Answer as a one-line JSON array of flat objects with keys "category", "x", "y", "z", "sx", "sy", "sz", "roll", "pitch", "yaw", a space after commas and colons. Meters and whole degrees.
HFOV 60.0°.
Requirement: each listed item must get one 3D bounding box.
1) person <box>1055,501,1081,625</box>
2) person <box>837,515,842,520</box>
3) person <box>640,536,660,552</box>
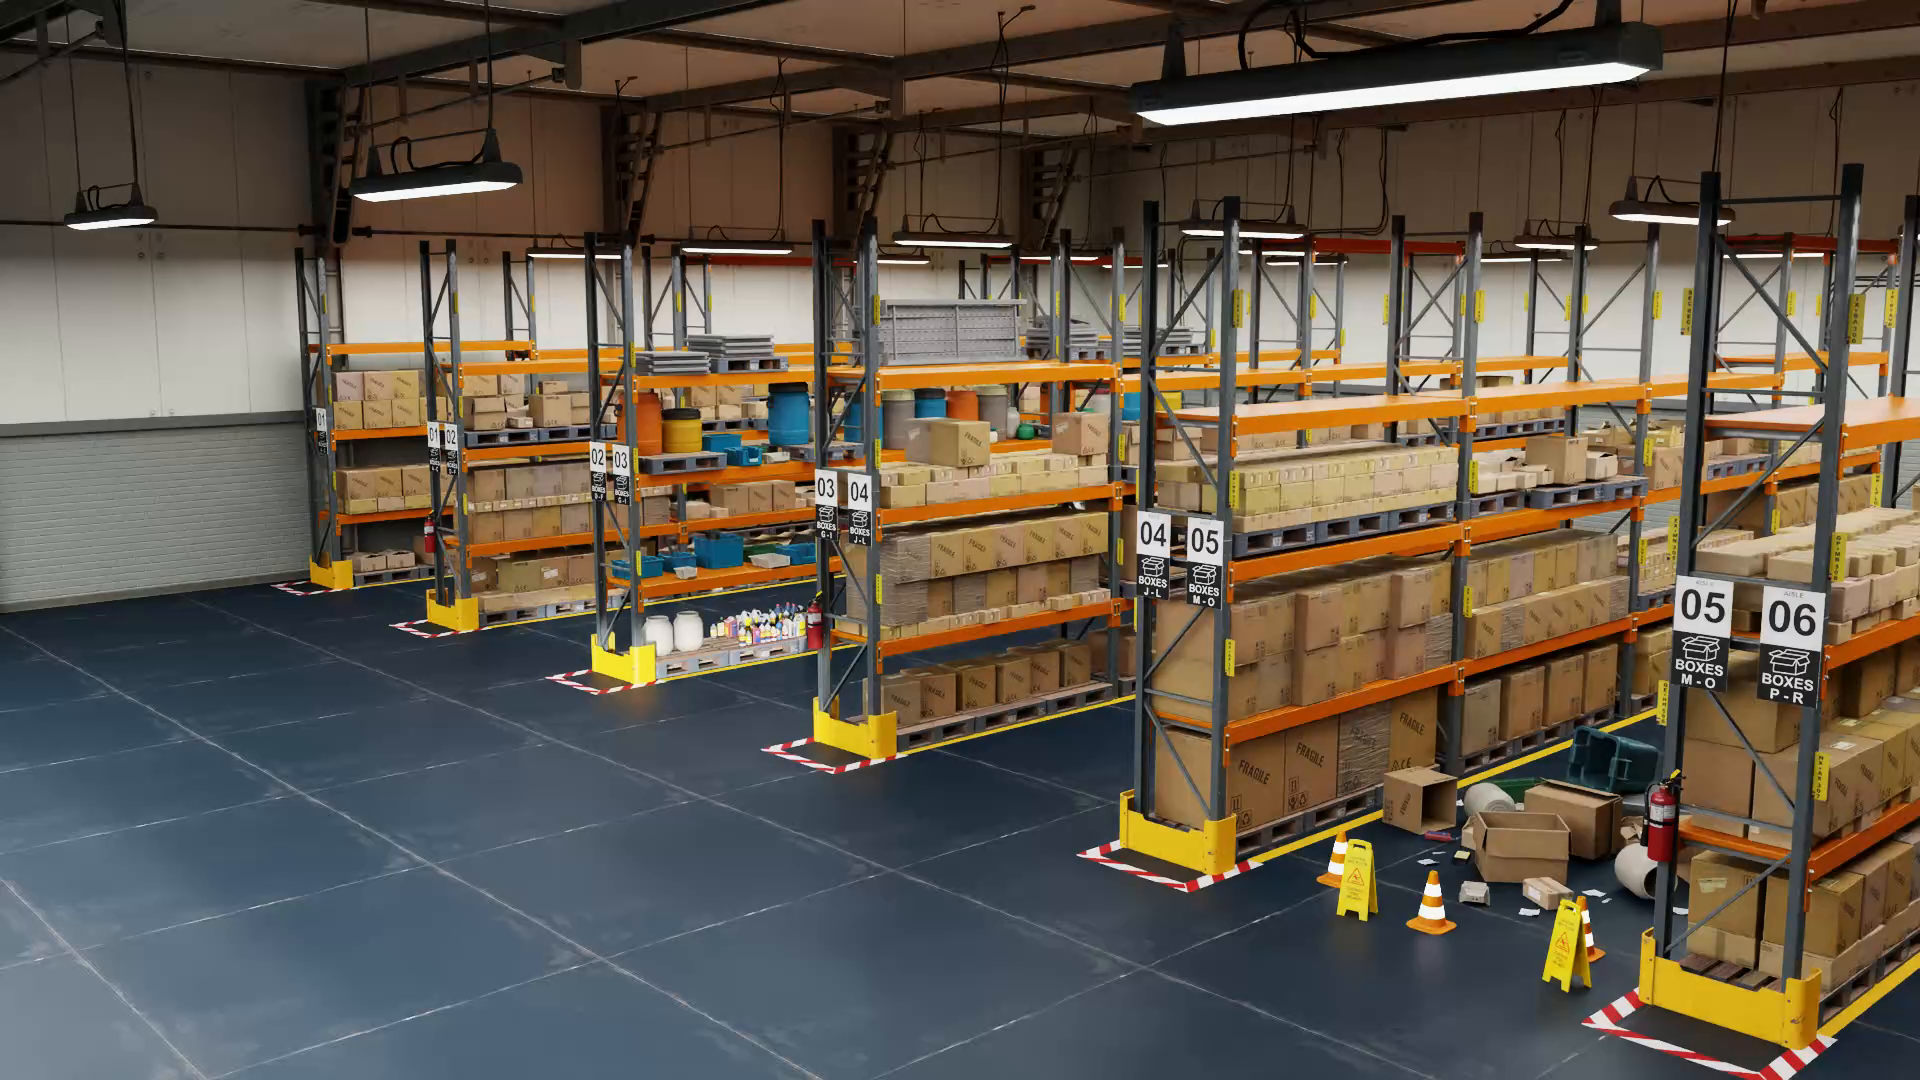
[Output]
[{"category": "person", "x": 1.677, "y": 0.332, "z": 25.178, "sx": 0.502, "sy": 1.864, "sz": 0.681, "roll": 7, "pitch": 11, "yaw": 39}, {"category": "person", "x": -2.496, "y": -0.625, "z": 33.454, "sx": 0.712, "sy": 1.776, "sz": 1.037, "roll": 8, "pitch": 11, "yaw": 42}, {"category": "person", "x": -5.849, "y": -0.234, "z": 31.210, "sx": 0.563, "sy": 1.720, "sz": 0.729, "roll": 6, "pitch": 11, "yaw": 37}]
